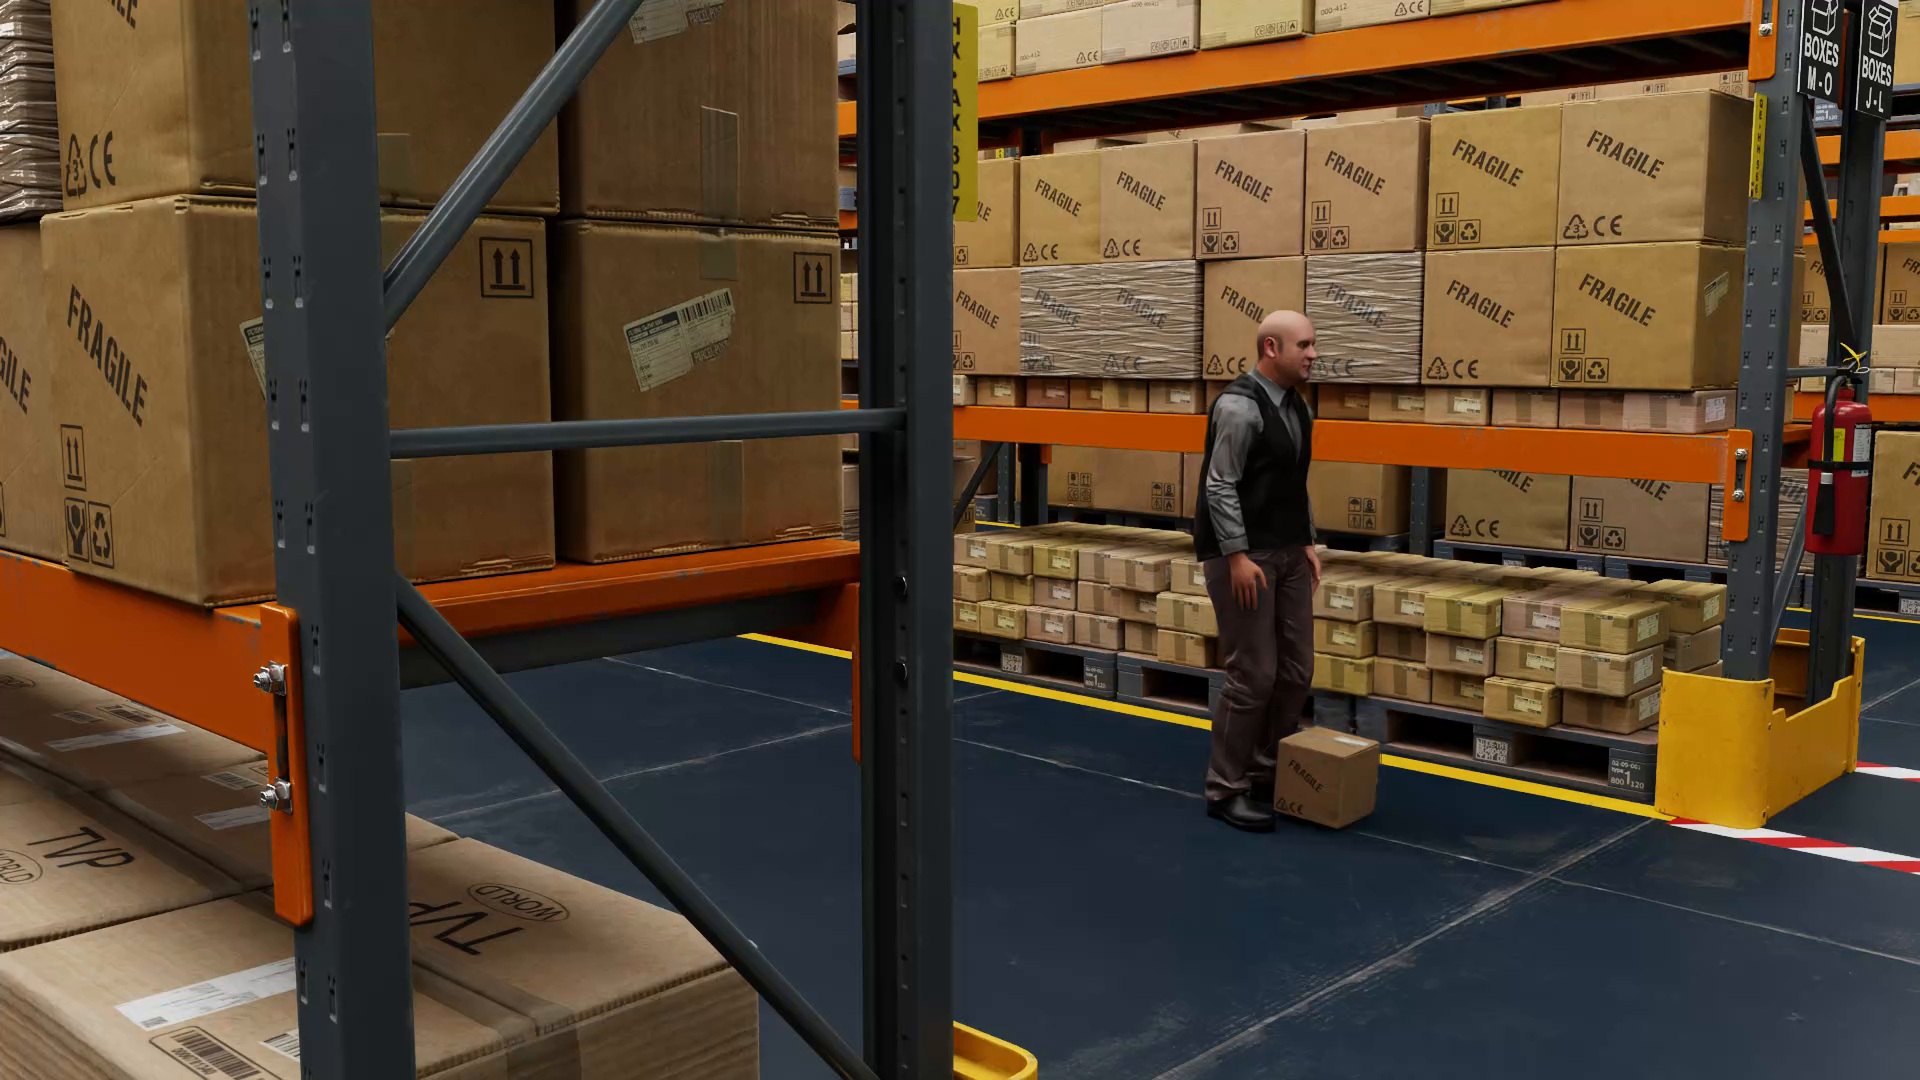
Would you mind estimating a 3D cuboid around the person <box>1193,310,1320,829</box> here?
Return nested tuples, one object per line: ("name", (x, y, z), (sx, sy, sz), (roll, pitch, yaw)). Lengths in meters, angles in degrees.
("person", (1.039, 0.080, 5.701), (0.398, 1.720, 0.573), (6, 9, 40))
